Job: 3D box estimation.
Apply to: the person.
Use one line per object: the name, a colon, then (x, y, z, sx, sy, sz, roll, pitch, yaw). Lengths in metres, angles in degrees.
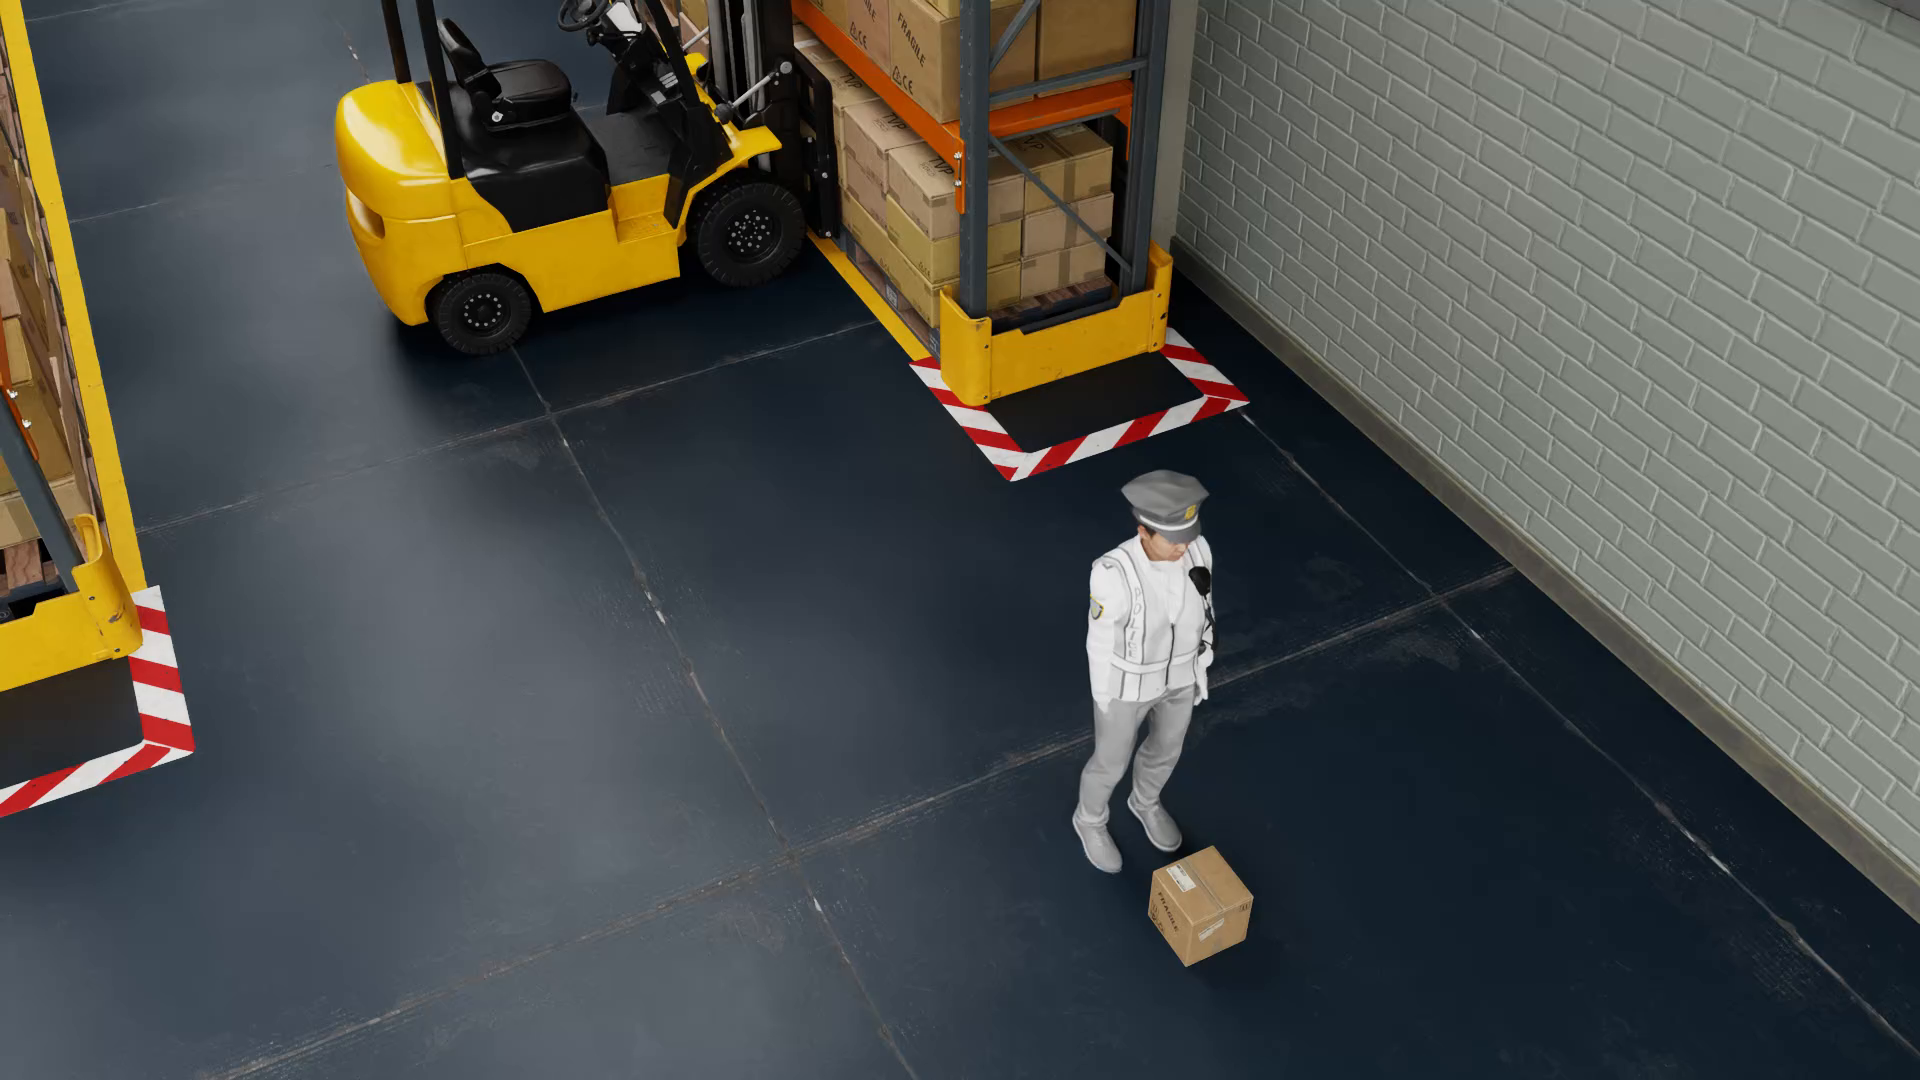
person: (0.647, 0.478, 5.631, 0.468, 1.682, 0.328, -18, 45, -19)
